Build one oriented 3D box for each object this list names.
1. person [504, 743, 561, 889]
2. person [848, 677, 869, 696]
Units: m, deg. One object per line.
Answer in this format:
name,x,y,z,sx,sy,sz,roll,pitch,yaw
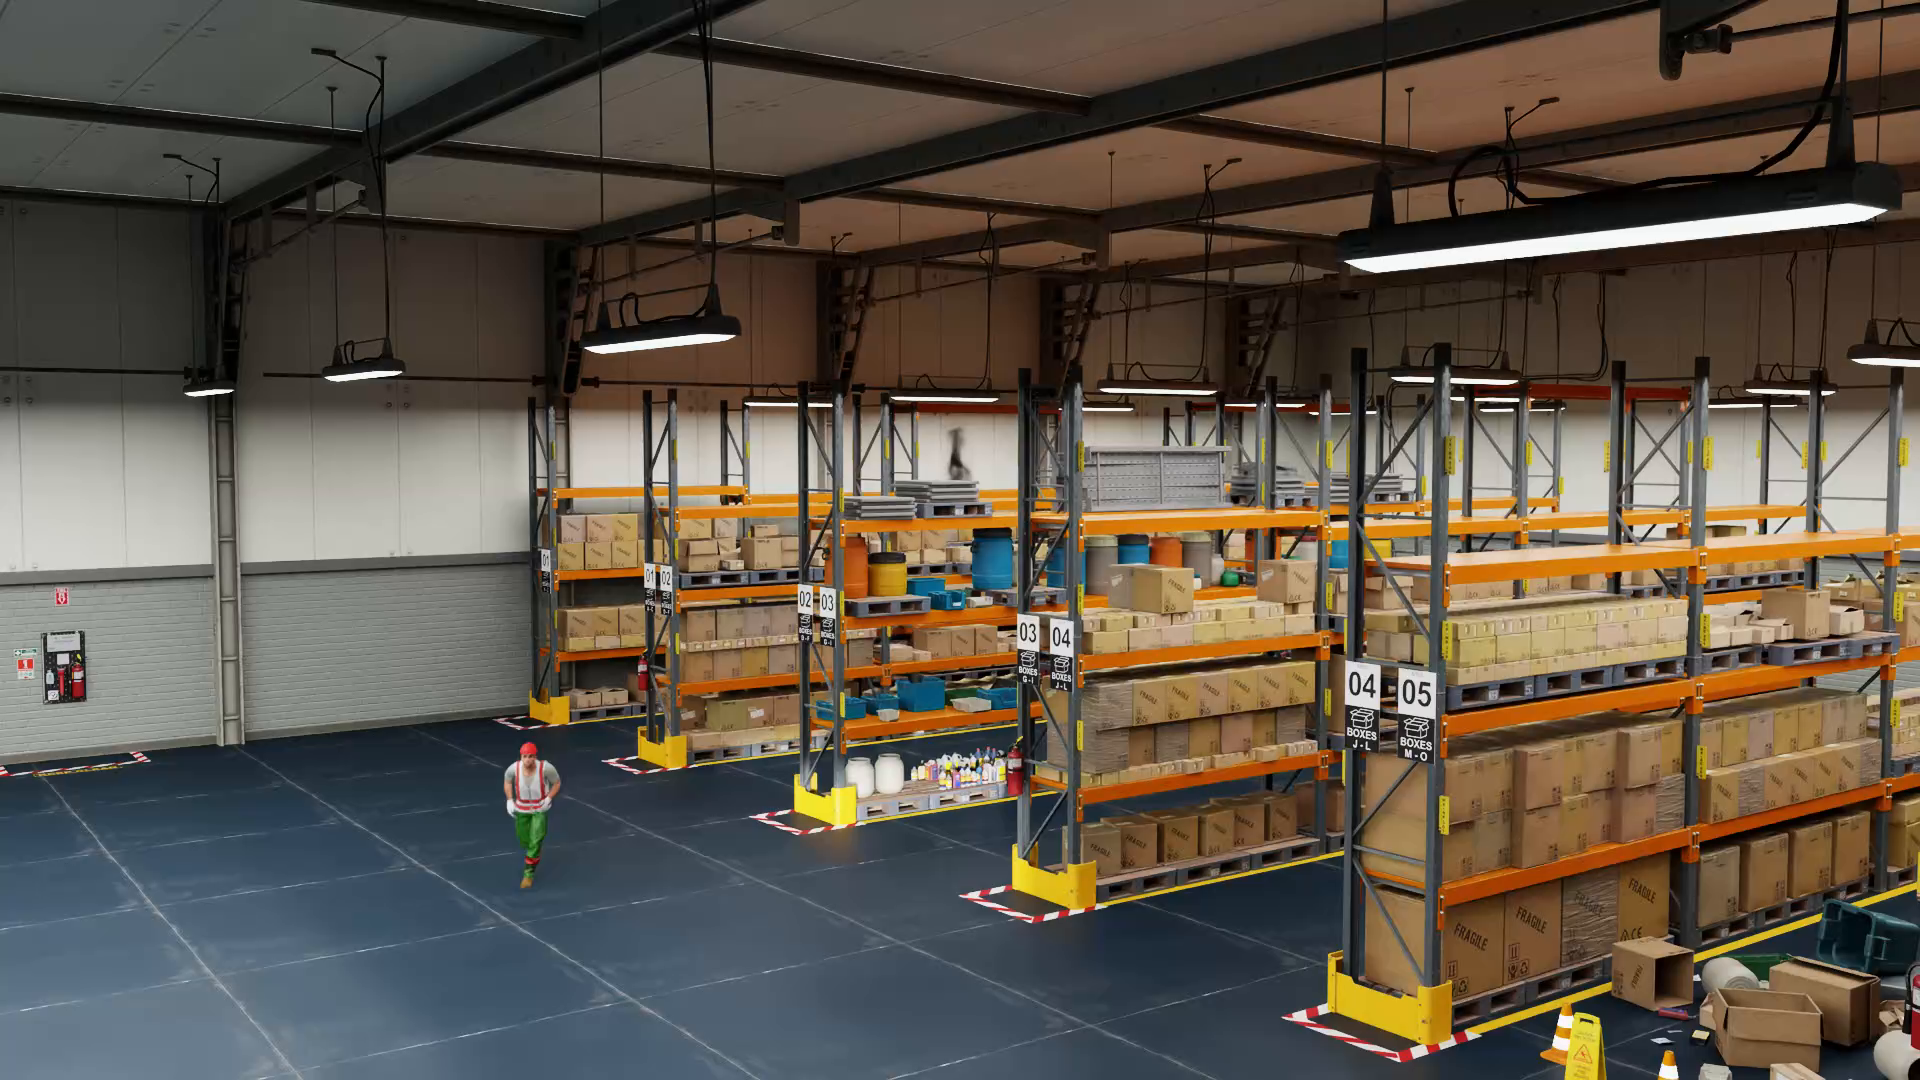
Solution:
person,-4.999,3.177,19.487,0.656,1.719,0.867,-1,3,-10
person,-1.948,2.547,31.048,0.735,1.591,0.888,2,4,36
